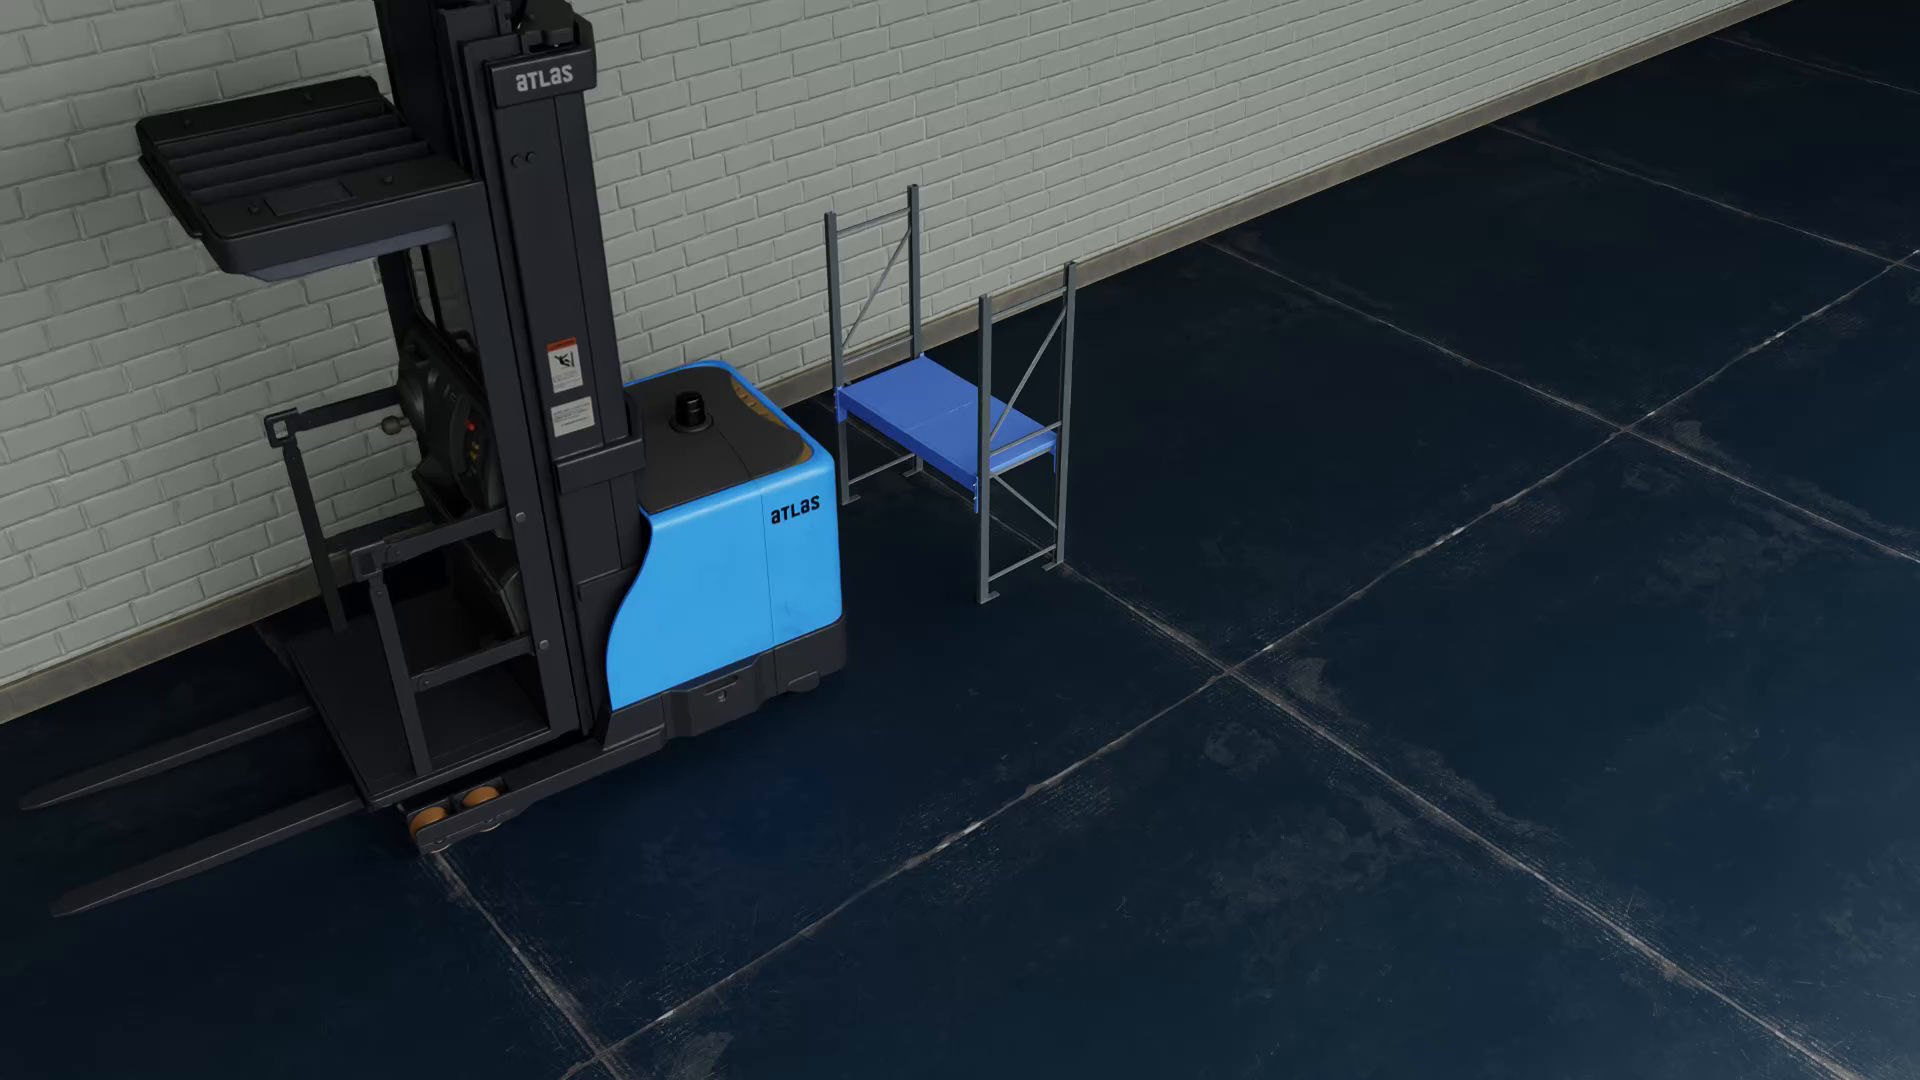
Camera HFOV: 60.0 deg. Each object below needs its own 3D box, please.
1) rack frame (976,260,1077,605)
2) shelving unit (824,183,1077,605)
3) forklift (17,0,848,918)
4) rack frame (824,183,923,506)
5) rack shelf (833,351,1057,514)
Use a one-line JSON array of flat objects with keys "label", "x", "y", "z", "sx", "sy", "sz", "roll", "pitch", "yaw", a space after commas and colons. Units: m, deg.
[{"label": "rack frame", "x": 0.273, "y": -0.425, "z": 7.053, "sx": 0.500, "sy": 1.500, "sz": 0.032, "roll": -26, "pitch": 43, "yaw": -32}, {"label": "shelving unit", "x": -0.055, "y": -0.650, "z": 7.370, "sx": 0.538, "sy": 1.500, "sz": 1.048, "roll": -26, "pitch": 43, "yaw": -32}, {"label": "forklift", "x": -1.976, "y": -0.395, "z": 5.771, "sx": 3.031, "sy": 2.935, "sz": 1.130, "roll": -21, "pitch": 40, "yaw": -27}, {"label": "rack frame", "x": -0.383, "y": -0.874, "z": 7.687, "sx": 0.500, "sy": 1.500, "sz": 0.032, "roll": -26, "pitch": 43, "yaw": -32}, {"label": "rack shelf", "x": -0.055, "y": -0.503, "z": 7.474, "sx": 0.538, "sy": 0.185, "sz": 1.000, "roll": -26, "pitch": 43, "yaw": -32}]
